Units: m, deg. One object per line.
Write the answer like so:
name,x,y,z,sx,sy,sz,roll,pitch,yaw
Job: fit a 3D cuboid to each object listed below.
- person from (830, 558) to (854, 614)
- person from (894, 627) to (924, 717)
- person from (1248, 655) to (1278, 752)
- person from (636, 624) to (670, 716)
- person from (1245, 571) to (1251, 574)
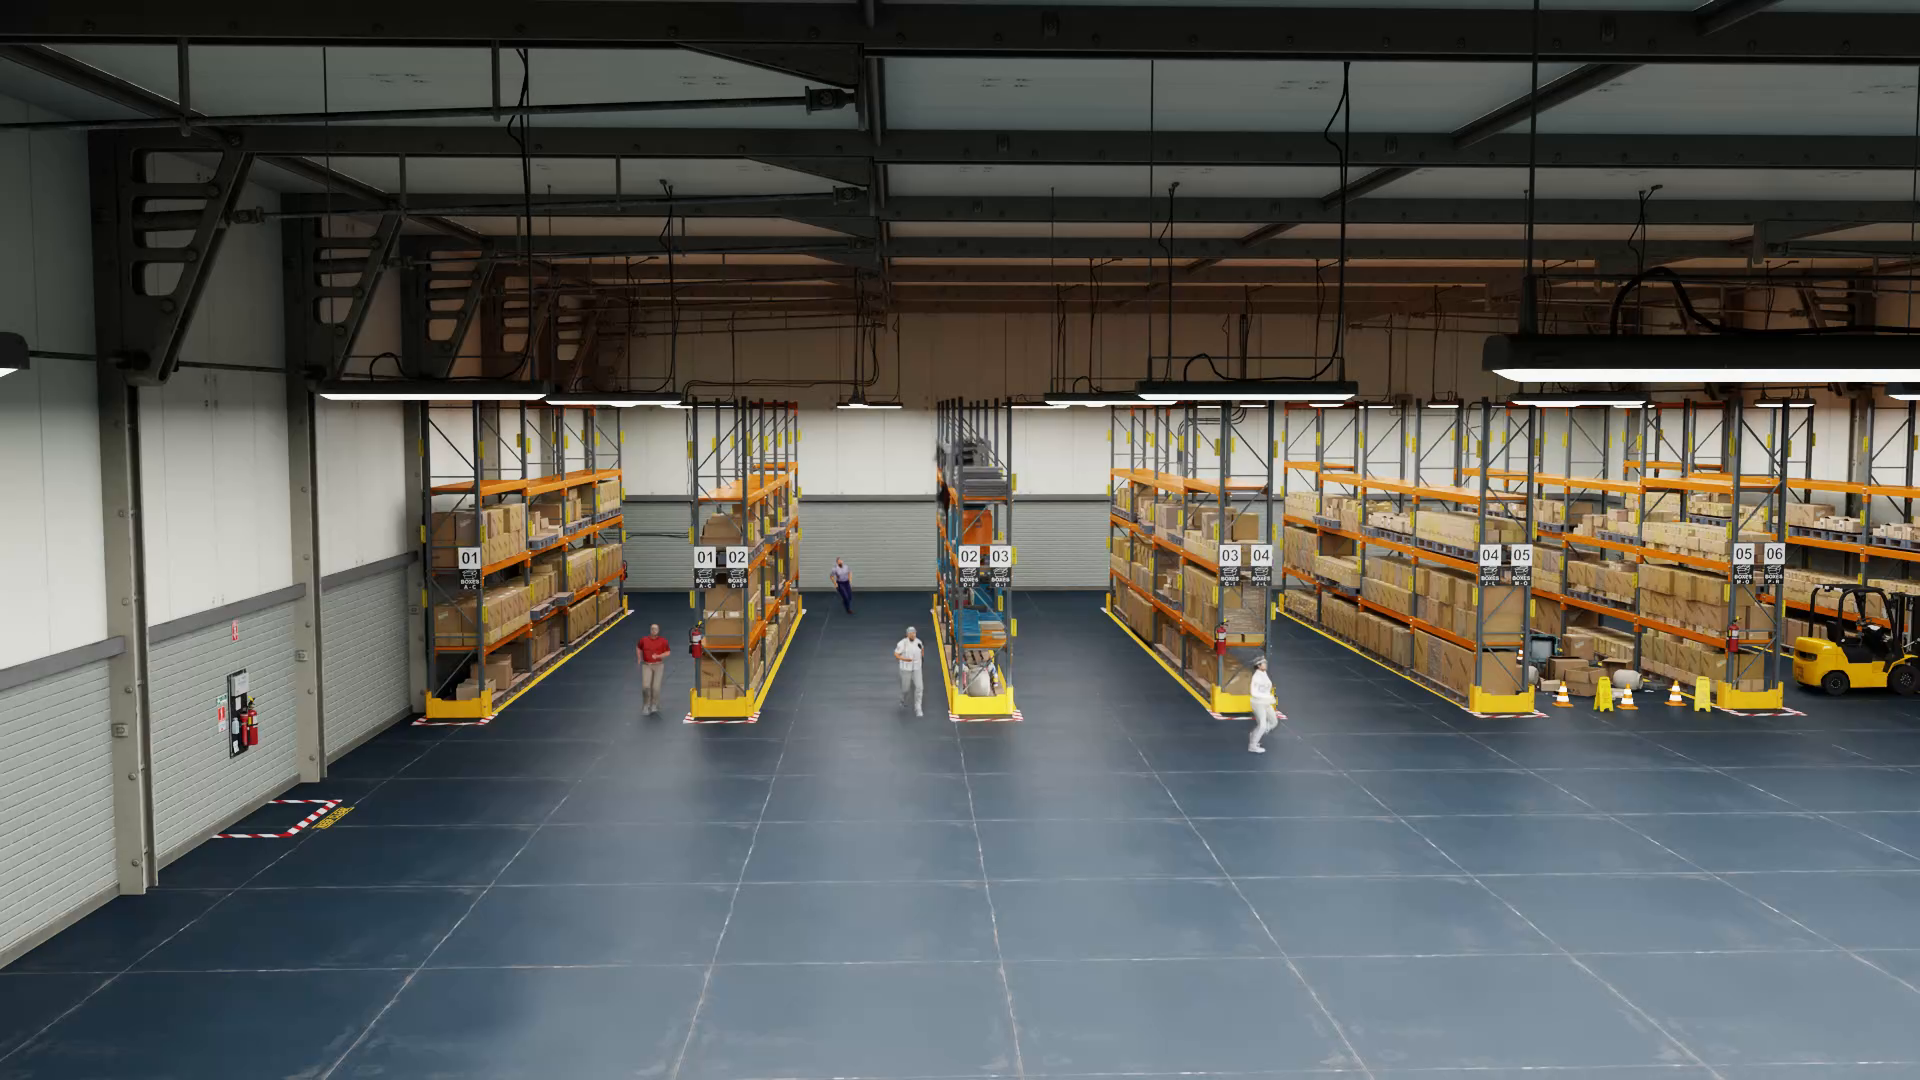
person,-3.362,1.287,47.287,0.654,1.580,0.668,-2,5,-26
person,-0.944,2.471,31.560,0.637,1.682,0.890,-2,5,-19
person,5.086,2.739,27.838,0.528,1.653,0.589,3,5,31
person,-5.798,2.458,31.421,0.633,1.747,0.626,-1,4,-9
person,8.447,1.115,48.442,0.835,1.779,0.758,-3,5,-32
